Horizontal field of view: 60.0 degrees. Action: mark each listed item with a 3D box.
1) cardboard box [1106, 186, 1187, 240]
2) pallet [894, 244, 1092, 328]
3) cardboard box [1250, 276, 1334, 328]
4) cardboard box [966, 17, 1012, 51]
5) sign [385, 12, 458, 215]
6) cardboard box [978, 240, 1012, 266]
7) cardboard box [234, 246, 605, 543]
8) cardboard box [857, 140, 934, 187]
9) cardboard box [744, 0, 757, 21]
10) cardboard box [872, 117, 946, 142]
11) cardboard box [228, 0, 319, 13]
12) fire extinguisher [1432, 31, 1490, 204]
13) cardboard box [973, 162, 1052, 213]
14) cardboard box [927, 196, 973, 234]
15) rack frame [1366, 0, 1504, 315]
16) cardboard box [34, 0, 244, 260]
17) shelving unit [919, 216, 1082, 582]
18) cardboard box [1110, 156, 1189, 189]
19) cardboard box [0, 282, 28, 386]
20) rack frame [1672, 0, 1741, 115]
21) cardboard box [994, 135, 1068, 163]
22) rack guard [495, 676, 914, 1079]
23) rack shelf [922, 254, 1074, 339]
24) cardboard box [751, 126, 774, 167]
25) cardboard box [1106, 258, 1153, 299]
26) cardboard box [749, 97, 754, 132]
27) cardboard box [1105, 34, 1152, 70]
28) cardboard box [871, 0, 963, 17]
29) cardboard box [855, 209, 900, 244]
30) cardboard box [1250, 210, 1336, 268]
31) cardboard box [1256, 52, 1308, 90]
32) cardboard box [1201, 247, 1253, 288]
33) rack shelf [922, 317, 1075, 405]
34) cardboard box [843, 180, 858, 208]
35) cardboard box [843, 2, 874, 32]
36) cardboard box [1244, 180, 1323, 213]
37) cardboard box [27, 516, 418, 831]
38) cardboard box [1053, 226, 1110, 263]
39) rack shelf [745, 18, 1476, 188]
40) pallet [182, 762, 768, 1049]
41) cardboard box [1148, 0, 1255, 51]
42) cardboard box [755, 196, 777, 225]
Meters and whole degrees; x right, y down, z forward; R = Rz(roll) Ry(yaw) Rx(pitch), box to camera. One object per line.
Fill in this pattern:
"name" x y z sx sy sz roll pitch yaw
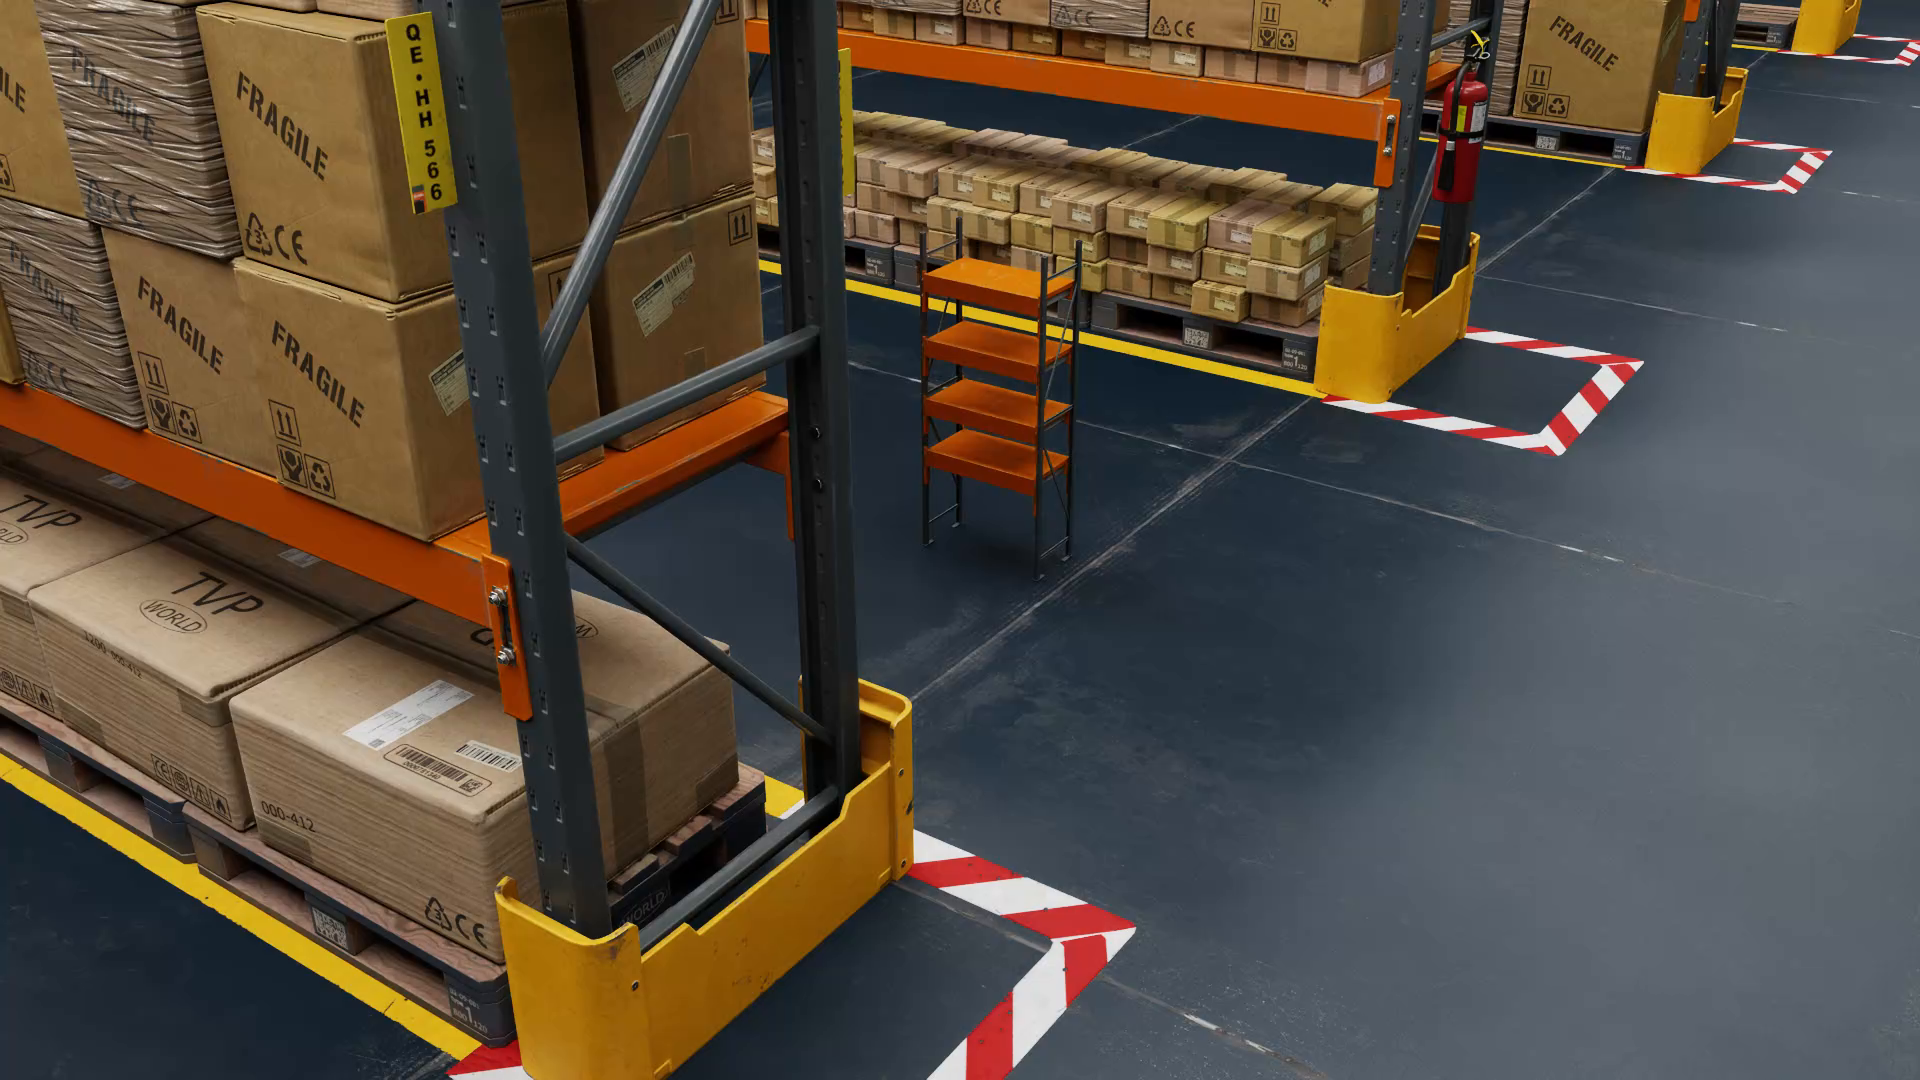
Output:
"cardboard box" 0.910 -1.595 8.102 0.250 0.149 0.380 16 31 28
"pallet" 0.414 -1.489 8.944 1.213 0.211 1.003 17 32 30
"cardboard box" 1.576 -1.151 7.885 0.250 0.149 0.380 18 32 31
"cardboard box" 0.239 -2.526 8.183 0.250 0.149 0.380 19 32 32
"sign" -0.910 -0.723 2.826 0.005 0.325 0.100 17 32 30
"cardboard box" 0.301 -1.550 8.670 0.250 0.149 0.380 18 32 32
"cardboard box" -1.139 -0.370 3.560 0.500 0.500 0.500 18 32 31
"cardboard box" -0.345 -2.022 8.941 0.250 0.149 0.380 16 31 29
"cardboard box" -1.121 -2.897 8.913 0.250 0.149 0.380 19 32 32
"cardboard box" -0.287 -2.280 9.447 0.250 0.149 0.380 17 32 30
"cardboard box" -1.224 -1.153 3.281 0.250 0.149 0.380 18 32 31
"fire extinguisher" 2.074 -1.739 6.857 0.183 0.674 0.296 17 32 30
"cardboard box" 0.271 -1.809 8.522 0.250 0.149 0.380 17 32 31
"cardboard box" 0.035 -1.722 8.679 0.250 0.149 0.380 17 32 30
"rack frame" 2.128 -2.177 7.221 0.127 3.000 1.000 17 32 30
"cardboard box" -1.571 -0.949 3.595 0.500 0.500 0.500 17 32 30
"shelving unit" 0.136 -0.492 5.894 0.503 1.200 0.258 17 32 30
"cardboard box" 0.983 -1.866 8.634 0.250 0.149 0.380 19 32 32
"cardboard box" -2.407 -0.761 4.327 0.500 0.500 0.500 18 32 32
"rack frame" 5.019 -4.006 10.814 0.127 3.000 1.000 17 32 30
"cardboard box" 0.388 -2.085 9.063 0.250 0.149 0.380 16 31 29
"rack guard" -0.572 0.820 4.088 0.348 0.500 1.175 17 32 30
"rack shelf" 0.136 -0.842 5.716 0.480 0.148 0.258 17 32 30
"cardboard box" -1.003 -2.220 9.330 0.250 0.149 0.380 19 32 32
"cardboard box" 0.926 -1.338 8.252 0.250 0.149 0.380 18 32 31
"cardboard box" -1.628 -2.566 10.279 0.500 0.500 0.500 19 32 32
"cardboard box" 0.876 -2.315 7.770 0.250 0.149 0.380 16 31 28
"cardboard box" -0.097 -2.893 8.189 0.500 0.500 0.500 17 31 29
"cardboard box" -0.360 -1.748 9.058 0.250 0.149 0.380 17 31 29
"cardboard box" 1.548 -1.400 7.718 0.250 0.149 0.380 18 32 31
"cardboard box" 1.515 -2.121 7.388 0.250 0.149 0.380 17 32 30
"cardboard box" 1.346 -1.342 7.933 0.250 0.149 0.380 16 31 29
"rack shelf" 0.136 -0.632 5.823 0.480 0.148 0.258 17 32 30
"cardboard box" -0.571 -1.960 9.147 0.250 0.149 0.380 17 32 30
"cardboard box" -0.396 -2.738 8.600 0.250 0.149 0.380 16 31 28
"cardboard box" 1.593 -1.646 8.202 0.250 0.149 0.380 18 32 31
"cardboard box" -1.951 0.290 4.735 0.875 0.438 0.875 18 32 32
"cardboard box" 0.668 -1.516 8.274 0.250 0.149 0.380 18 32 31
"rack shelf" 0.479 -2.370 8.393 4.000 0.370 1.077 17 32 30
"pallet" -1.295 0.766 4.512 1.213 0.211 1.003 17 32 30
"cardboard box" 1.190 -2.508 7.432 0.500 0.500 0.500 17 31 30
"cardboard box" -1.051 -1.907 9.371 0.250 0.149 0.380 16 31 28
